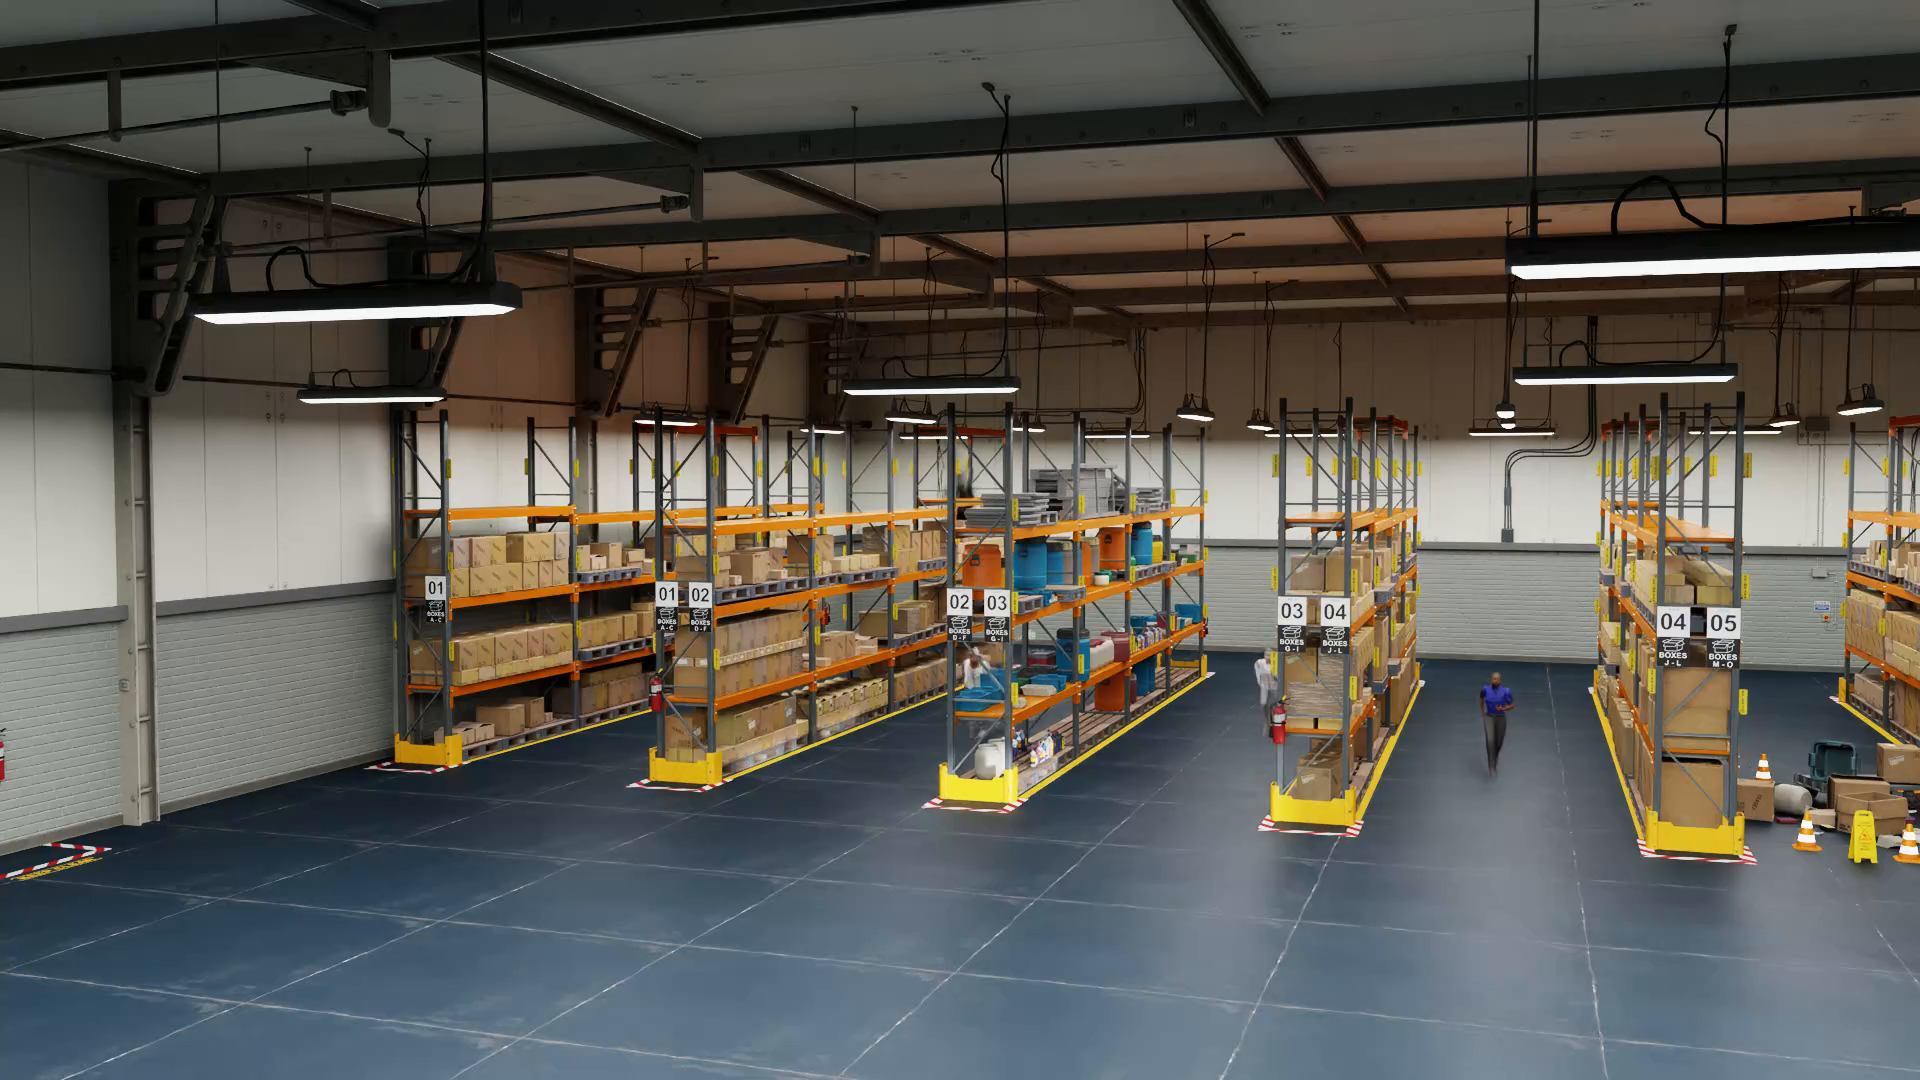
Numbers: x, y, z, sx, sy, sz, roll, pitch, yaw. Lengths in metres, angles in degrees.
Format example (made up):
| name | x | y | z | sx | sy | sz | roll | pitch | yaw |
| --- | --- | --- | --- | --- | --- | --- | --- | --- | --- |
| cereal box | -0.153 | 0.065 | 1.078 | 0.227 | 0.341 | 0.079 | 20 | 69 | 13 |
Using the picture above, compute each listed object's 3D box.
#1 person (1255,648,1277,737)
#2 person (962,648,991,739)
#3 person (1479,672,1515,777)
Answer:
| name | x | y | z | sx | sy | sz | roll | pitch | yaw |
| --- | --- | --- | --- | --- | --- | --- | --- | --- | --- |
| person | 5.851 | 2.838 | 31.356 | 0.605 | 1.677 | 0.908 | 1 | 3 | 14 |
| person | 0.309 | 2.811 | 30.529 | 0.666 | 1.703 | 0.908 | 1 | 3 | 17 |
| person | 8.846 | 3.021 | 27.420 | 0.531 | 1.708 | 0.994 | 1 | 2 | 12 |
